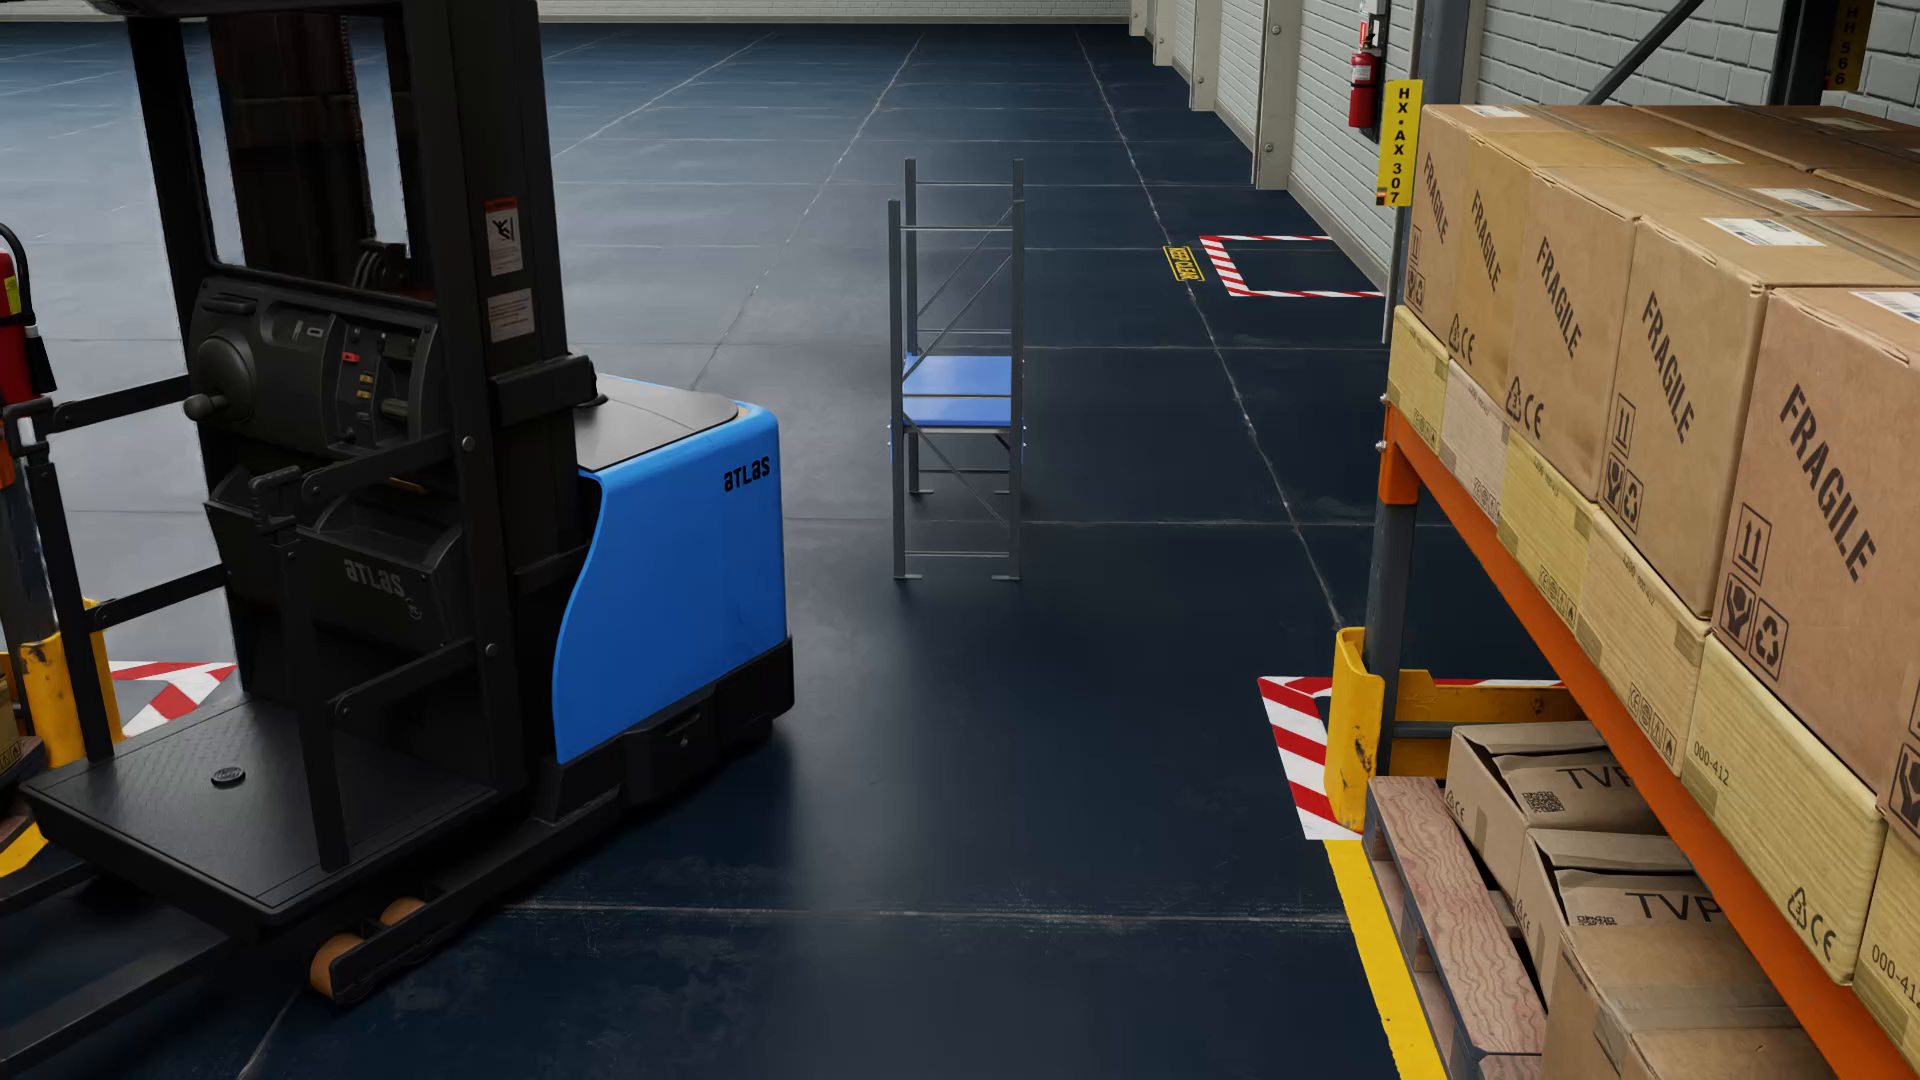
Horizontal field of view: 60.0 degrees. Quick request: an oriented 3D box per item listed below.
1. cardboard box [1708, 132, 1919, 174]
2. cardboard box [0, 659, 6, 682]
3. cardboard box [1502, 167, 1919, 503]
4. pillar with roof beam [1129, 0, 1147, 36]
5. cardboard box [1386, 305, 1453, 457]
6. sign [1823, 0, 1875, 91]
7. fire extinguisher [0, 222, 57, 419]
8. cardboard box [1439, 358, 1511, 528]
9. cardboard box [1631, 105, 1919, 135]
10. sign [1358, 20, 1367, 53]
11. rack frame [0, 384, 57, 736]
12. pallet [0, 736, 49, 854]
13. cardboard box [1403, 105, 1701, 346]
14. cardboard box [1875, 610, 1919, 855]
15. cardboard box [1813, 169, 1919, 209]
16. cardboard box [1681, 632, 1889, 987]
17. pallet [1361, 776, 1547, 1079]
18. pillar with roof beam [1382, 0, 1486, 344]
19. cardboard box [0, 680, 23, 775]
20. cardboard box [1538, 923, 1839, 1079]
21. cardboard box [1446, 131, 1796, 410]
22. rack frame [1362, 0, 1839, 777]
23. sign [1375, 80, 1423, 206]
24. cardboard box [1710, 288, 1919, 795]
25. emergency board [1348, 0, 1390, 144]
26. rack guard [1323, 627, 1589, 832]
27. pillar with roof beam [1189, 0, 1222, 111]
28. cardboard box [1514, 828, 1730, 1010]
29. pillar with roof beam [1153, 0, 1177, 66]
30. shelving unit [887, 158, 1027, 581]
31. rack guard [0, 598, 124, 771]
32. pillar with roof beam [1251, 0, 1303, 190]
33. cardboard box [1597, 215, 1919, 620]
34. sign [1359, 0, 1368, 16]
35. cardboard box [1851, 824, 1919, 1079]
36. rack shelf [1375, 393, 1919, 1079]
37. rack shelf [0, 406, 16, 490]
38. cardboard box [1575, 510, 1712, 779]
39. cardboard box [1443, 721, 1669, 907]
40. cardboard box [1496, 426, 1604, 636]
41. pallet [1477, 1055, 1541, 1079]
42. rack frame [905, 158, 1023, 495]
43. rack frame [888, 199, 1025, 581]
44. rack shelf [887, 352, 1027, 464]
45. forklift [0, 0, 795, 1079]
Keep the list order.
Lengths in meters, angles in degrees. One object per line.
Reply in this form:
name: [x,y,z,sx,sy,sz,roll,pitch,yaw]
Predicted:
cardboard box: [1.872,-0.566,3.484,0.500,0.500,0.500,1,21,2]
cardboard box: [-2.972,0.249,4.425,0.500,0.500,0.500,1,21,2]
cardboard box: [1.337,-0.386,3.020,0.500,0.500,0.500,0,21,0]
pillar with roof beam: [-0.848,-14.060,30.826,9.100,9.000,0.400,1,21,2]
cardboard box: [1.367,-0.398,4.088,0.500,0.250,0.500,0,21,0]
sign: [2.253,-1.306,4.209,0.100,0.325,0.005,1,21,2]
fire extinguisher: [-2.785,-0.686,4.758,0.296,0.674,0.183,1,21,2]
cardboard box: [1.365,-0.210,3.604,0.500,0.250,0.500,0,21,0]
cardboard box: [1.897,-0.748,3.953,0.500,0.500,0.500,0,21,1]
sign: [2.958,-3.647,12.232,0.001,0.329,0.234,1,21,2]
rack frame: [-3.253,-0.685,4.647,1.000,3.000,0.127,1,21,2]
pallet: [-3.234,0.892,4.438,1.003,0.211,1.213,1,21,2]
cardboard box: [1.384,-0.751,3.962,0.500,0.500,0.500,1,21,2]
cardboard box: [1.292,0.171,1.585,0.500,0.500,0.500,1,21,1]
cardboard box: [1.860,-0.379,3.002,0.500,0.500,0.500,0,21,0]
cardboard box: [1.312,0.338,2.190,0.500,0.250,0.500,1,21,1]
pallet: [1.636,0.989,4.188,1.003,0.211,1.213,1,21,2]
pillar with roof beam: [-1.578,-5.383,8.462,9.100,9.000,0.400,1,21,2]
cardboard box: [-2.974,0.598,4.561,0.500,0.250,0.500,1,21,2]
cardboard box: [1.498,1.048,3.027,0.700,0.500,0.500,-1,21,-2]
cardboard box: [1.359,-0.573,3.502,0.500,0.500,0.500,1,21,2]
rack frame: [1.699,-0.632,4.510,1.000,3.000,0.127,1,21,2]
sign: [1.156,-1.041,4.369,0.100,0.325,0.005,1,21,2]
cardboard box: [1.318,-0.011,2.054,0.500,0.500,0.500,0,21,0]
emergency board: [2.838,-3.432,11.726,0.194,1.169,0.643,1,21,2]
rack guard: [1.697,0.561,4.892,1.175,0.500,0.348,1,21,2]
pillar with roof beam: [-1.213,-9.722,19.644,9.100,9.000,0.400,1,21,2]
cardboard box: [1.571,0.872,3.744,0.500,0.311,0.500,2,21,6]
pillar with roof beam: [-1.031,-11.891,25.235,9.100,9.000,0.400,1,21,2]
shelving unit: [0.003,-0.730,6.837,0.538,1.500,1.048,1,21,2]
rack guard: [-3.252,0.472,5.122,1.175,0.500,0.348,1,21,2]
pillar with roof beam: [-1.396,-7.552,14.053,9.100,9.000,0.400,1,21,2]
cardboard box: [1.333,-0.199,2.539,0.500,0.500,0.500,1,21,3]
sign: [2.949,-3.893,12.132,0.001,0.109,0.331,1,21,2]
cardboard box: [1.312,0.520,1.721,0.500,0.250,0.500,1,21,2]
rack shelf: [1.638,0.427,2.777,1.077,0.370,4.000,1,21,2]
rack shelf: [-3.314,0.374,2.914,1.077,0.370,4.000,1,21,2]
cardboard box: [1.326,0.157,2.658,0.500,0.250,0.500,1,21,2]
cardboard box: [1.588,0.666,4.275,0.500,0.311,0.500,-2,21,-4]
cardboard box: [1.344,-0.026,3.129,0.500,0.250,0.500,0,21,1]
pallet: [1.597,1.429,3.054,1.003,0.211,1.213,1,21,2]
rack frame: [0.018,-0.914,7.311,0.500,1.500,0.032,1,21,2]
rack frame: [-0.013,-0.546,6.363,0.500,1.500,0.032,1,21,2]
rack shelf: [0.003,-0.562,6.902,0.538,0.185,1.000,1,21,2]
forklift: [-1.772,-0.422,4.064,1.130,2.935,3.031,13,25,31]
